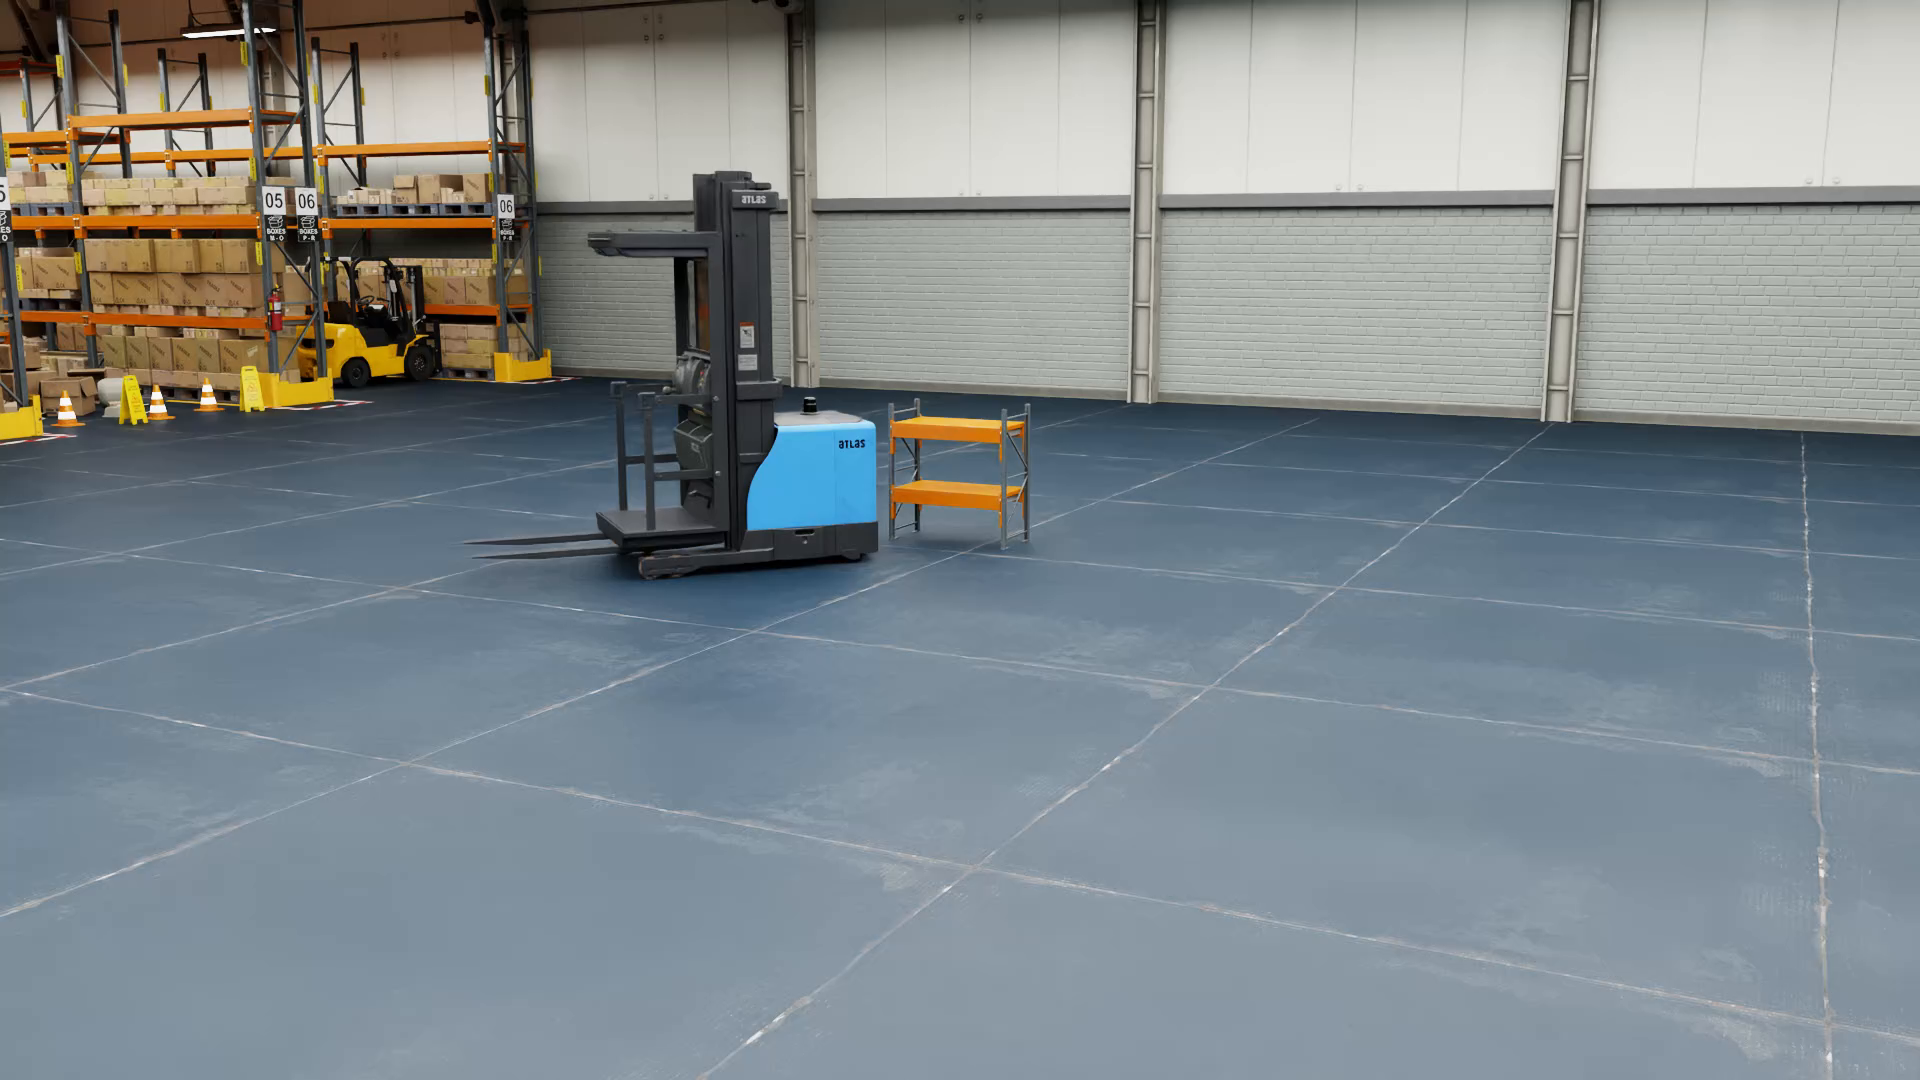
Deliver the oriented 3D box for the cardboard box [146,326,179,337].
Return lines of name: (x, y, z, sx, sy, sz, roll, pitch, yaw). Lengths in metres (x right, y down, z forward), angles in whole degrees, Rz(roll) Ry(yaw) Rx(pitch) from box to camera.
cardboard box: (-12.332, -3.220, 25.715, 0.250, 0.149, 0.380, 6, 12, 29)

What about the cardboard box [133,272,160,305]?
cardboard box: (-12.355, -3.887, 25.671, 0.500, 0.500, 0.500, 5, 11, 25)

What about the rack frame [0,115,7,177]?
rack frame: (-12.044, -5.687, 19.884, 0.127, 3.000, 1.000, 5, 11, 26)

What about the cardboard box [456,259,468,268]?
cardboard box: (-8.648, -4.866, 29.259, 0.250, 0.149, 0.380, 5, 12, 27)

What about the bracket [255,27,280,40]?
bracket: (-13.143, -9.632, 31.574, 0.430, 0.232, 0.235, 5, 11, 26)

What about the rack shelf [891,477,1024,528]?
rack shelf: (-0.006, -0.313, 13.677, 1.000, 0.278, 0.538, 5, 11, 26)

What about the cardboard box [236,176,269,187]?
cardboard box: (-10.378, -5.258, 24.401, 0.250, 0.149, 0.380, 5, 11, 26)

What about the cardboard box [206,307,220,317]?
cardboard box: (-11.115, -3.446, 25.055, 0.250, 0.149, 0.380, 5, 12, 27)

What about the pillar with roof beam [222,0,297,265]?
pillar with roof beam: (-15.263, -7.262, 28.590, 0.548, 9.000, 9.100, 5, 11, 26)

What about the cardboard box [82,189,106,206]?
cardboard box: (-13.258, -5.319, 25.858, 0.500, 0.250, 0.500, 5, 11, 25)

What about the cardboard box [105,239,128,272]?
cardboard box: (-12.785, -4.423, 25.823, 0.500, 0.500, 0.700, 5, 11, 26)

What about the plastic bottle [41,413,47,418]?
plastic bottle: (-12.865, -1.731, 23.121, 0.283, 0.061, 0.133, 1, 10, 6)

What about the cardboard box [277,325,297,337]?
cardboard box: (-12.504, -3.781, 31.690, 0.625, 0.625, 0.875, 5, 11, 25)

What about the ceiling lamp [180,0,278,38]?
ceiling lamp: (-12.187, -10.104, 27.900, 2.000, 3.185, 0.800, 5, 11, 26)

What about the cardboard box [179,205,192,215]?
cardboard box: (-11.524, -4.975, 25.076, 0.250, 0.149, 0.380, 5, 11, 24)

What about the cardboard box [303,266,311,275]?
cardboard box: (-11.983, -5.019, 30.936, 0.250, 0.149, 0.380, 5, 11, 25)

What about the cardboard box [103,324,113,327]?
cardboard box: (-17.110, -4.404, 33.660, 0.250, 0.149, 0.380, 5, 12, 28)

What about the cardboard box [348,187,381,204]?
cardboard box: (-10.700, -6.225, 30.071, 0.500, 0.311, 0.500, 5, 12, 27)

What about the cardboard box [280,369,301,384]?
cardboard box: (-10.545, -2.495, 25.633, 0.500, 0.250, 0.500, 5, 11, 25)

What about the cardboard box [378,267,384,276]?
cardboard box: (-10.267, -4.854, 30.028, 0.250, 0.149, 0.380, 5, 11, 25)

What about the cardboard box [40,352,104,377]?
cardboard box: (-14.649, -2.859, 27.305, 0.625, 0.372, 0.950, 6, 12, 29)

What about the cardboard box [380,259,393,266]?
cardboard box: (-10.247, -5.006, 30.031, 0.250, 0.149, 0.380, 5, 11, 25)

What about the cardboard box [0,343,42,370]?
cardboard box: (-14.292, -2.704, 25.143, 0.500, 0.500, 0.500, 5, 11, 26)

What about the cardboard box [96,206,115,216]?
cardboard box: (-13.152, -5.107, 25.809, 0.250, 0.149, 0.380, 5, 11, 26)

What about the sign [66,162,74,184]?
sign: (-13.774, -5.684, 25.732, 0.005, 0.325, 0.100, 5, 11, 26)

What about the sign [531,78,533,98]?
sign: (-7.500, -7.904, 29.068, 0.005, 0.325, 0.100, 5, 11, 26)

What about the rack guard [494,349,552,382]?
rack guard: (-7.730, -3.094, 29.424, 0.348, 0.500, 1.175, 5, 11, 26)

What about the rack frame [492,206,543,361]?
rack frame: (-7.751, -4.326, 29.212, 0.127, 3.000, 1.000, 5, 11, 26)

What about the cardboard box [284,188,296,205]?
cardboard box: (-10.277, -5.164, 25.004, 0.500, 0.250, 0.500, 5, 11, 25)

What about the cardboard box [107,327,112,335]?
cardboard box: (-16.789, -4.052, 33.537, 0.500, 0.500, 0.500, 5, 11, 24)

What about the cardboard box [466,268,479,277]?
cardboard box: (-8.429, -4.693, 29.134, 0.250, 0.149, 0.380, 5, 12, 27)

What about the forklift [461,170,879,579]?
forklift: (-2.196, -1.260, 12.464, 3.031, 2.935, 1.130, -4, 11, -23)

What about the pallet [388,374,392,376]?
pallet: (-10.644, -3.200, 30.819, 1.213, 0.211, 1.003, 5, 11, 26)

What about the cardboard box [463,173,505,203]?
cardboard box: (-8.256, -6.103, 28.867, 0.500, 0.500, 0.500, 5, 12, 28)

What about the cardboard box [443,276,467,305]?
cardboard box: (-8.770, -4.415, 29.420, 0.500, 0.500, 0.500, 5, 12, 28)

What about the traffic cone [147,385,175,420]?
traffic cone: (-11.087, -1.909, 22.978, 0.334, 0.463, 0.336, 5, 11, 26)

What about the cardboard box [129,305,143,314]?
cardboard box: (-12.683, -3.596, 25.883, 0.250, 0.149, 0.380, 5, 12, 28)

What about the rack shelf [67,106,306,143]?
rack shelf: (-11.738, -6.287, 25.231, 4.000, 0.370, 1.077, 5, 11, 26)

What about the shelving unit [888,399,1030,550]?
shelving unit: (-0.006, -0.554, 13.633, 1.048, 1.125, 0.538, 5, 11, 26)

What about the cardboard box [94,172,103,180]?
cardboard box: (-14.330, -5.851, 27.052, 0.500, 0.250, 0.500, 5, 11, 25)

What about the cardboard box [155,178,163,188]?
cardboard box: (-11.963, -5.407, 25.227, 0.250, 0.149, 0.380, 5, 12, 27)

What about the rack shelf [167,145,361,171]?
rack shelf: (-13.132, -7.200, 31.390, 4.000, 0.370, 1.077, 5, 11, 26)

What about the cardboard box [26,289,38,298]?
cardboard box: (-14.821, -3.986, 26.856, 0.250, 0.149, 0.380, 5, 11, 26)

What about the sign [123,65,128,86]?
sign: (-13.275, -7.384, 26.418, 0.005, 0.325, 0.100, 5, 11, 26)

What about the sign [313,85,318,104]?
sign: (-11.568, -8.005, 29.845, 0.005, 0.325, 0.100, 5, 11, 26)

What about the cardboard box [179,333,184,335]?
cardboard box: (-12.425, -3.028, 26.472, 0.500, 0.500, 0.500, 5, 12, 27)

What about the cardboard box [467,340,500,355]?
cardboard box: (-8.326, -3.414, 29.311, 0.500, 0.250, 0.500, 5, 11, 25)

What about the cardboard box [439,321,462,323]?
cardboard box: (-9.449, -3.861, 30.378, 0.500, 0.250, 0.500, 5, 11, 25)

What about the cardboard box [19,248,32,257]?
cardboard box: (-14.926, -4.640, 26.830, 0.250, 0.149, 0.380, 4, 11, 23)
